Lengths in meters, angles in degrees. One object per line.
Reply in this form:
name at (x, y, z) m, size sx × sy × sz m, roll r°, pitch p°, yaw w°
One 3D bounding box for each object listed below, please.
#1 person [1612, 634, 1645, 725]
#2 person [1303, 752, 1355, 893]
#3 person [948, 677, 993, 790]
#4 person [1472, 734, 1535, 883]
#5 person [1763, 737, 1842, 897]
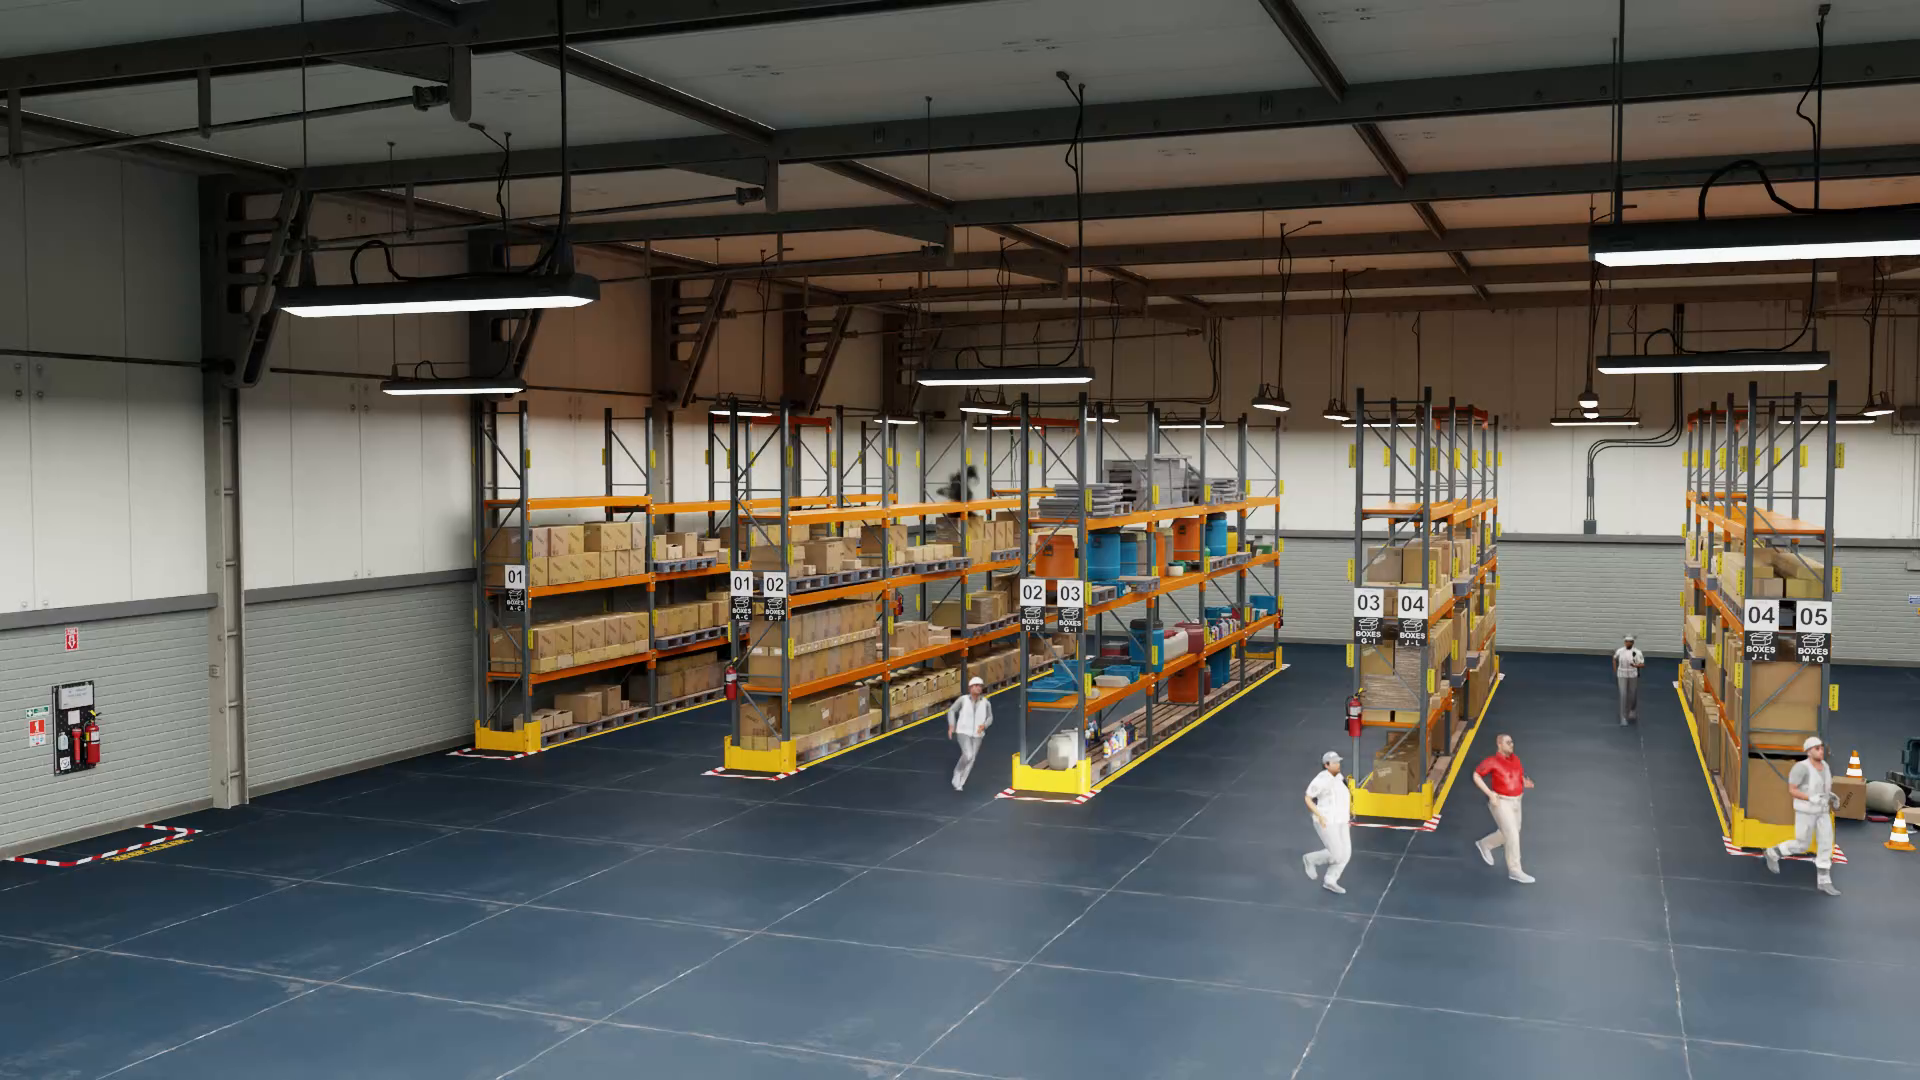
person at (12.628, 2.606, 31.423) m, size 0.576 × 1.687 × 0.919 m, roll 1°, pitch 3°, yaw 22°
person at (4.291, 3.261, 19.280) m, size 0.614 × 1.625 × 0.551 m, roll -2°, pitch 4°, yaw -39°
person at (0.188, 2.922, 25.014) m, size 0.662 × 1.704 × 0.612 m, roll -1°, pitch 3°, yaw -14°
person at (6.524, 3.169, 19.882) m, size 0.673 × 1.699 × 0.901 m, roll -2°, pitch 3°, yaw -33°
person at (9.889, 3.174, 19.386) m, size 0.667 × 1.785 × 0.940 m, roll -1°, pitch 3°, yaw -21°
